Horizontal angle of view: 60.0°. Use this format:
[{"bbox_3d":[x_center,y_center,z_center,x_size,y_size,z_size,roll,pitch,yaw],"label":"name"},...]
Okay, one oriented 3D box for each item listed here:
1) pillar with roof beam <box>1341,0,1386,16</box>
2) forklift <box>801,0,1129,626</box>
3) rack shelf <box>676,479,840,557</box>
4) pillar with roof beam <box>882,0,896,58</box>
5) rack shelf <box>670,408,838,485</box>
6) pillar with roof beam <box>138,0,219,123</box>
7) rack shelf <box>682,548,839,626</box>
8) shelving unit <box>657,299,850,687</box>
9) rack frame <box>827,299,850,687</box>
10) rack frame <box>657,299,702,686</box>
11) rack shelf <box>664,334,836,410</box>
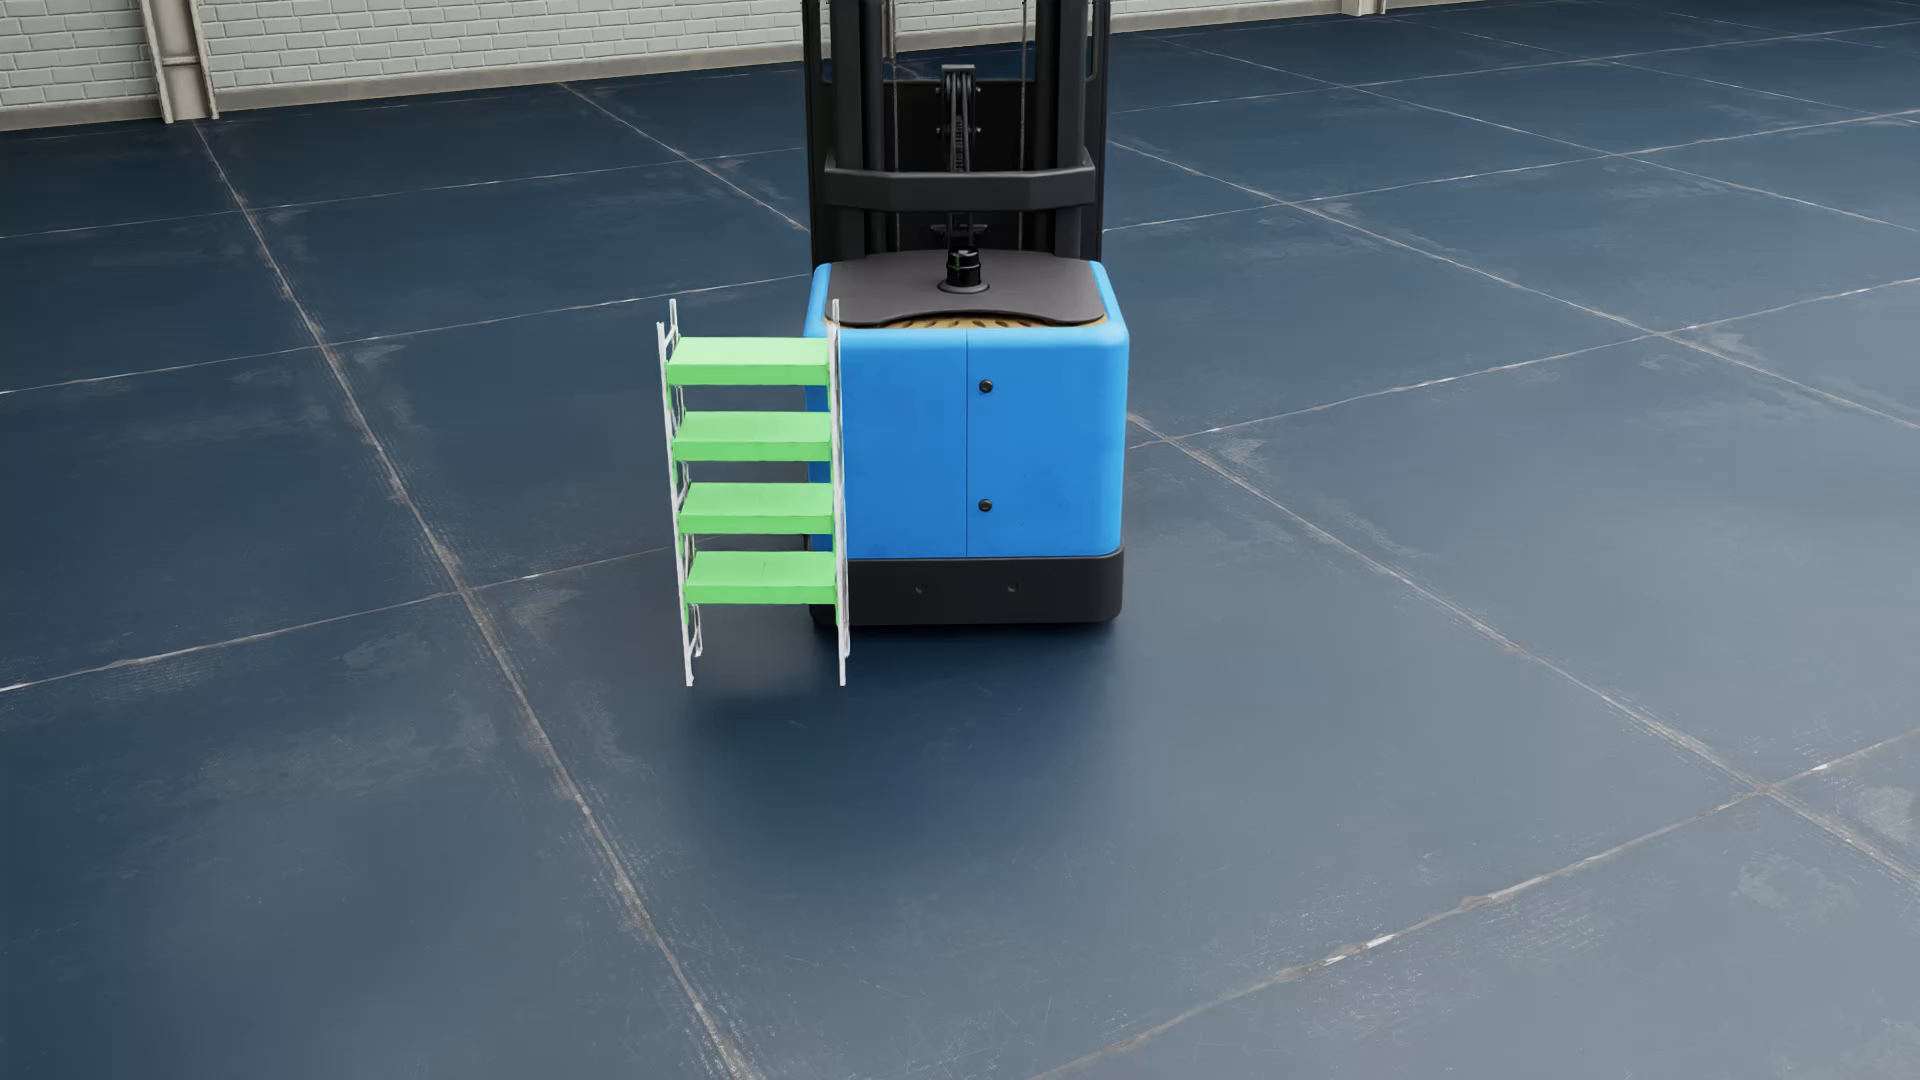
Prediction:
[{"bbox_3d":[6.470,-8.232,12.999,0.400,9.000,9.100,-13,29,-25],"label":"pillar with roof beam"},{"bbox_3d":[-0.021,-1.632,6.263,1.130,2.935,3.031,-1,26,-1],"label":"forklift"},{"bbox_3d":[-0.616,-0.070,5.157,0.480,0.148,0.258,0,26,0],"label":"rack shelf"},{"bbox_3d":[1.175,-7.010,10.454,0.400,9.000,9.100,-13,29,-25],"label":"pillar with roof beam"},{"bbox_3d":[-0.616,-0.286,5.053,0.480,0.148,0.258,0,26,0],"label":"rack shelf"},{"bbox_3d":[-4.119,-5.788,7.909,0.400,9.000,9.100,-13,29,-25],"label":"pillar with roof beam"},{"bbox_3d":[-0.616,0.146,5.261,0.480,0.148,0.258,0,26,0],"label":"rack shelf"},{"bbox_3d":[-0.616,-0.128,5.130,0.503,1.200,0.258,0,26,0],"label":"shelving unit"},{"bbox_3d":[-0.372,-0.127,5.128,0.015,1.200,0.240,0,26,0],"label":"rack frame"},{"bbox_3d":[-0.860,-0.128,5.131,0.015,1.200,0.240,0,26,0],"label":"rack frame"},{"bbox_3d":[-0.616,-0.503,4.949,0.480,0.148,0.258,0,26,0],"label":"rack shelf"}]
